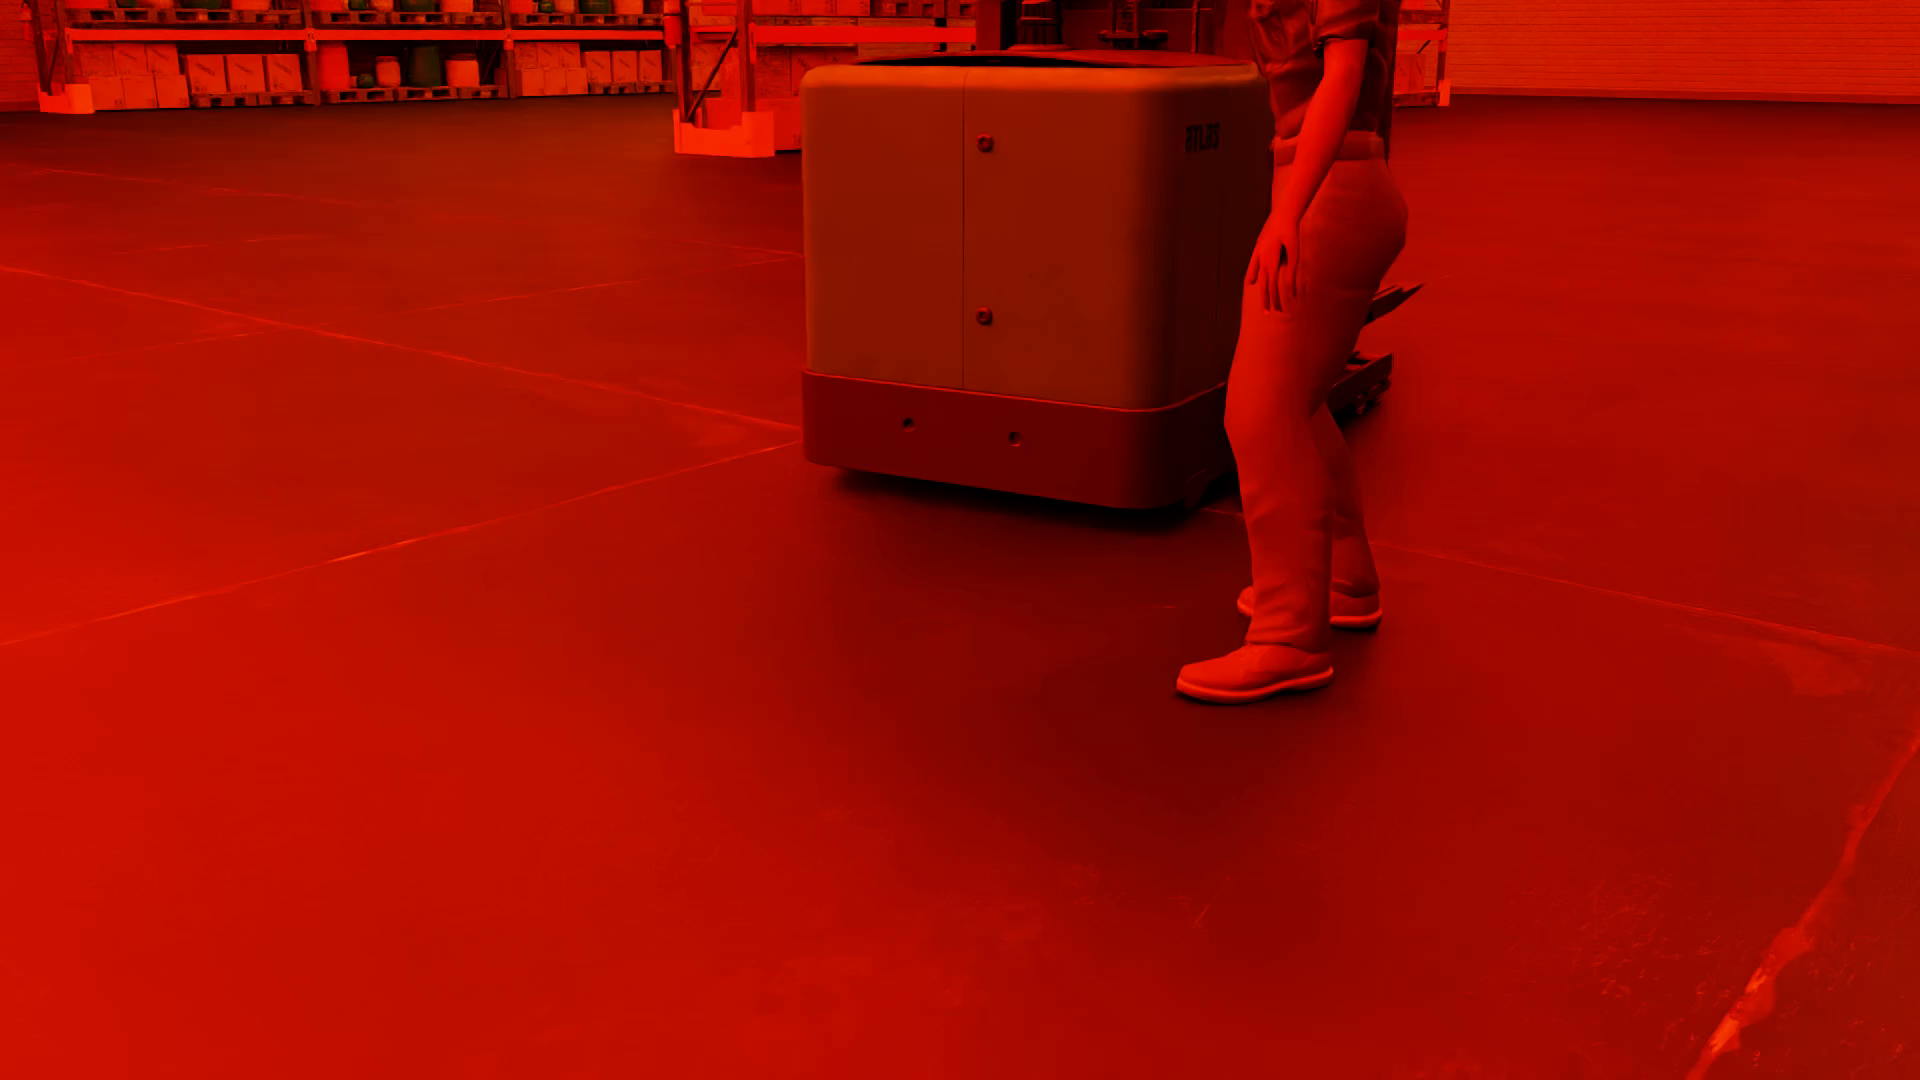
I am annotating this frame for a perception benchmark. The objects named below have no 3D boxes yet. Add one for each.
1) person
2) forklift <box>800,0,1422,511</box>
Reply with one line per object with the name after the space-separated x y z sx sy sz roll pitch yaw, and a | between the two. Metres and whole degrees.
0.650 -0.580 3.058 0.355 1.632 0.753 4 17 14 | person
0.750 -1.851 4.995 1.130 2.935 3.031 9 19 28 | forklift
